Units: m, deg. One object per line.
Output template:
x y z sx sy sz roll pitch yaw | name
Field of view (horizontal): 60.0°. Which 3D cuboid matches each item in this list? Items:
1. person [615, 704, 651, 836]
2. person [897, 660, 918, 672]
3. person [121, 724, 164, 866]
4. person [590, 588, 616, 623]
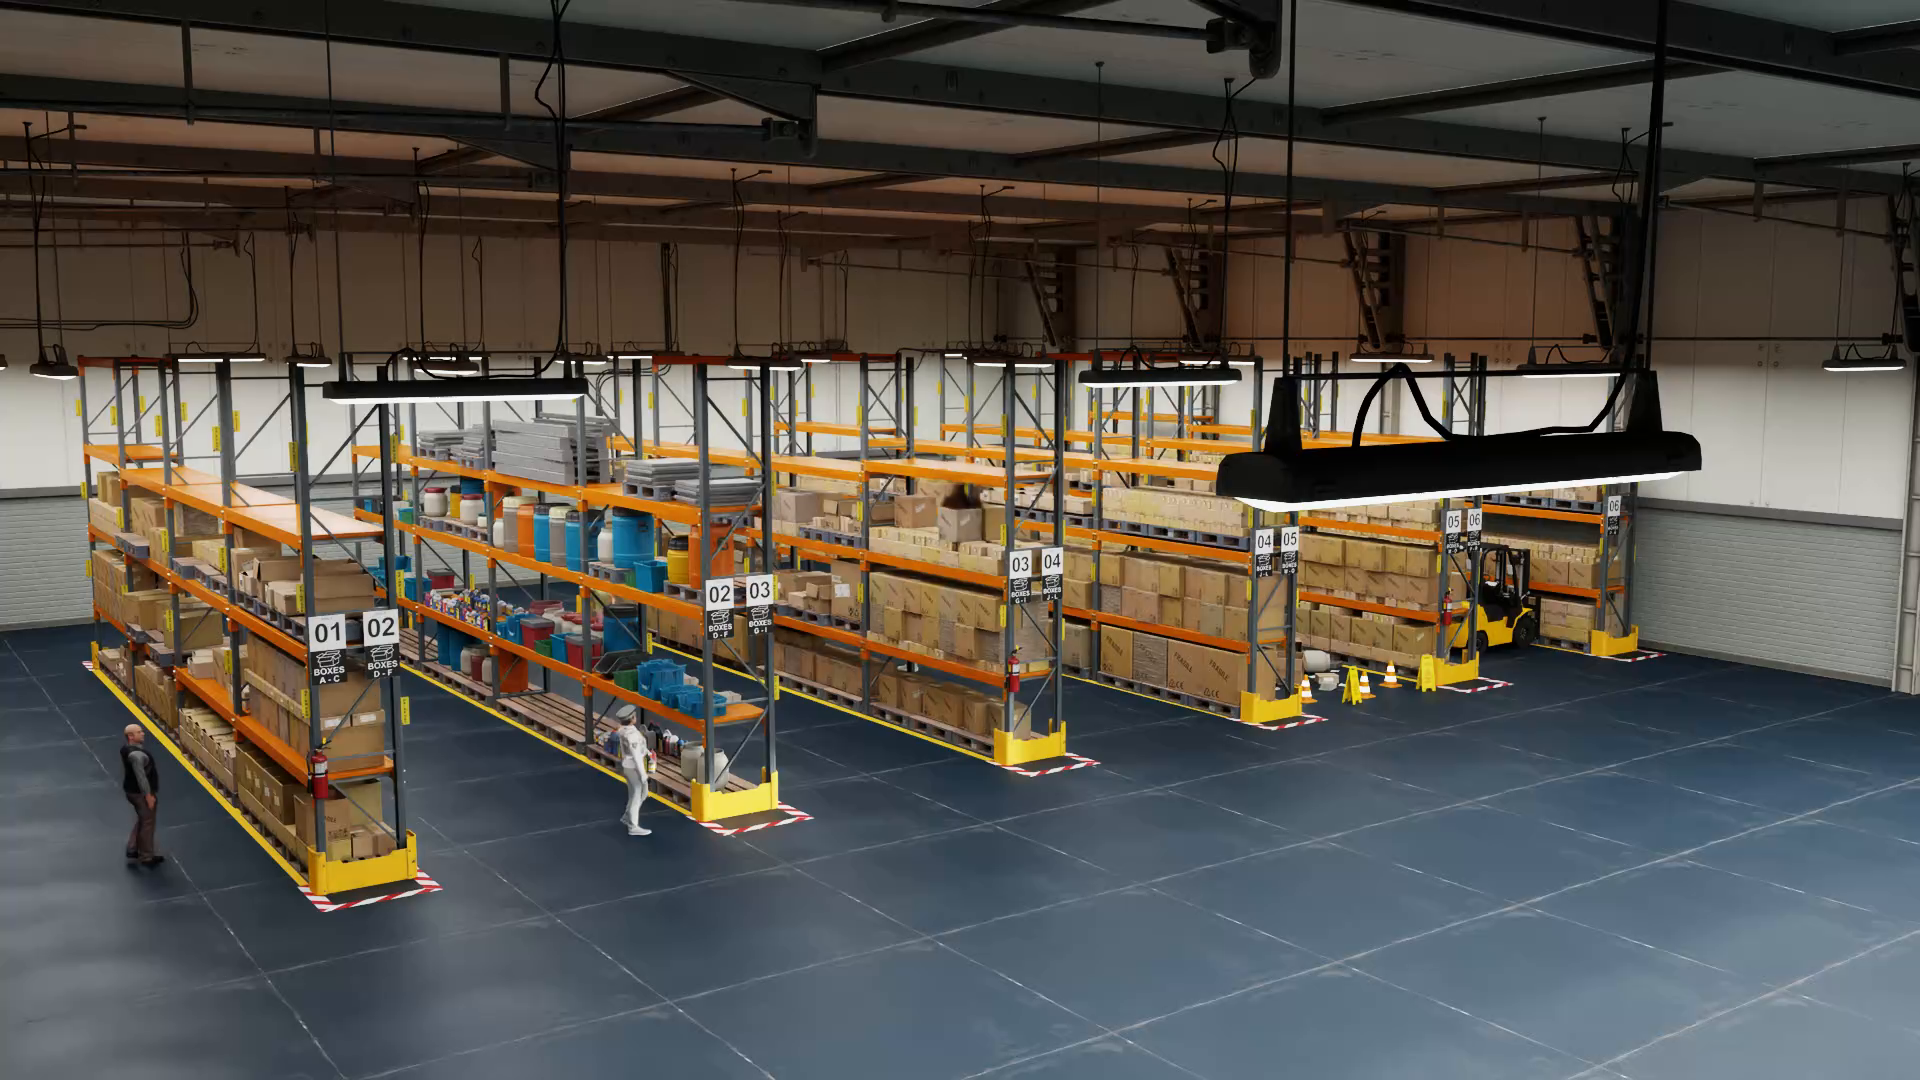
-4.176 2.937 21.251 0.414 1.701 0.514 -1 7 -11 | person
-1.008 1.668 31.538 0.619 1.677 0.474 6 9 39 | person
-9.852 3.052 20.017 0.554 1.724 0.411 5 9 38 | person
-7.214 1.468 33.611 0.533 1.672 0.918 -5 8 -34 | person
